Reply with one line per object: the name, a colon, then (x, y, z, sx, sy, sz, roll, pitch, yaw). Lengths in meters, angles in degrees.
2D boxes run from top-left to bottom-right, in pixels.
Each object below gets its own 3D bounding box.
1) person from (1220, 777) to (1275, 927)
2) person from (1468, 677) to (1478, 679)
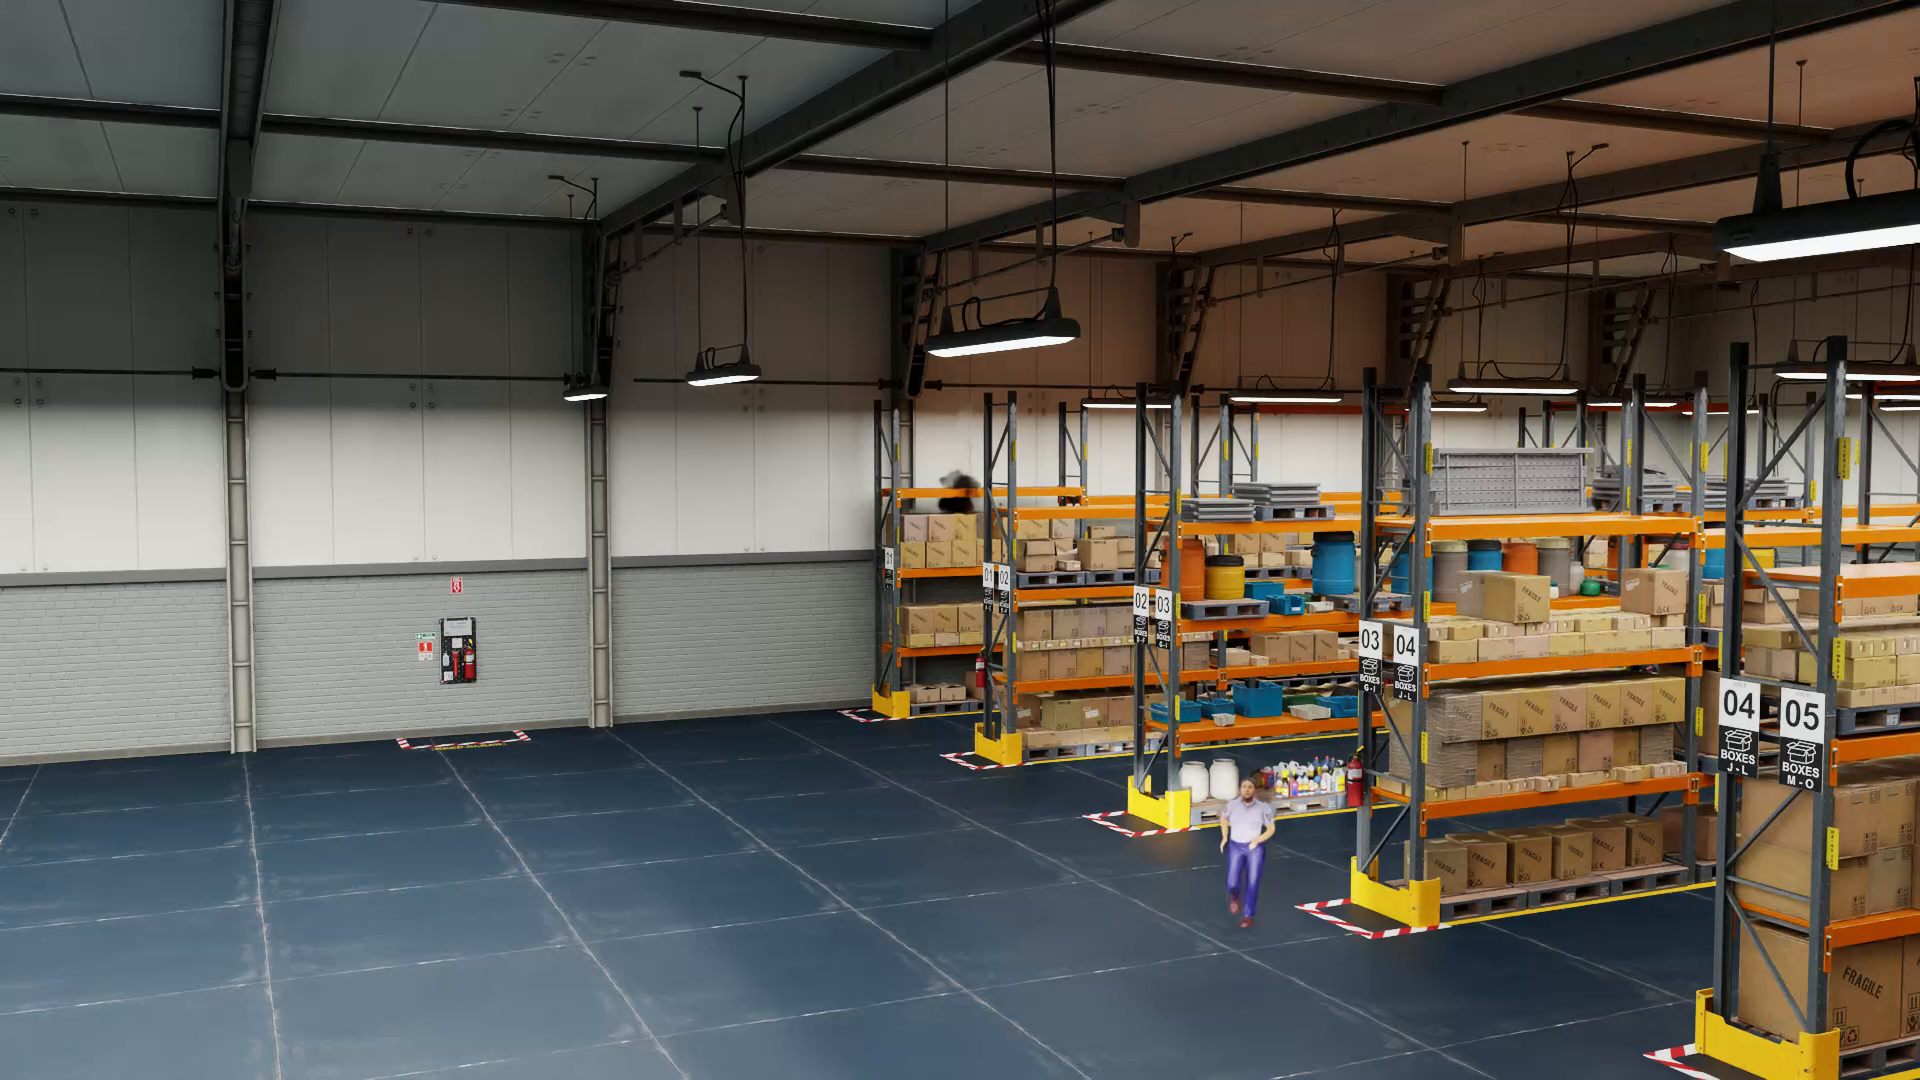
person: (3.052, 3.337, 17.761, 0.608, 1.605, 0.538, 1, 3, 17)
person: (8.143, 2.714, 26.957, 0.838, 1.857, 0.708, -2, 4, -25)
